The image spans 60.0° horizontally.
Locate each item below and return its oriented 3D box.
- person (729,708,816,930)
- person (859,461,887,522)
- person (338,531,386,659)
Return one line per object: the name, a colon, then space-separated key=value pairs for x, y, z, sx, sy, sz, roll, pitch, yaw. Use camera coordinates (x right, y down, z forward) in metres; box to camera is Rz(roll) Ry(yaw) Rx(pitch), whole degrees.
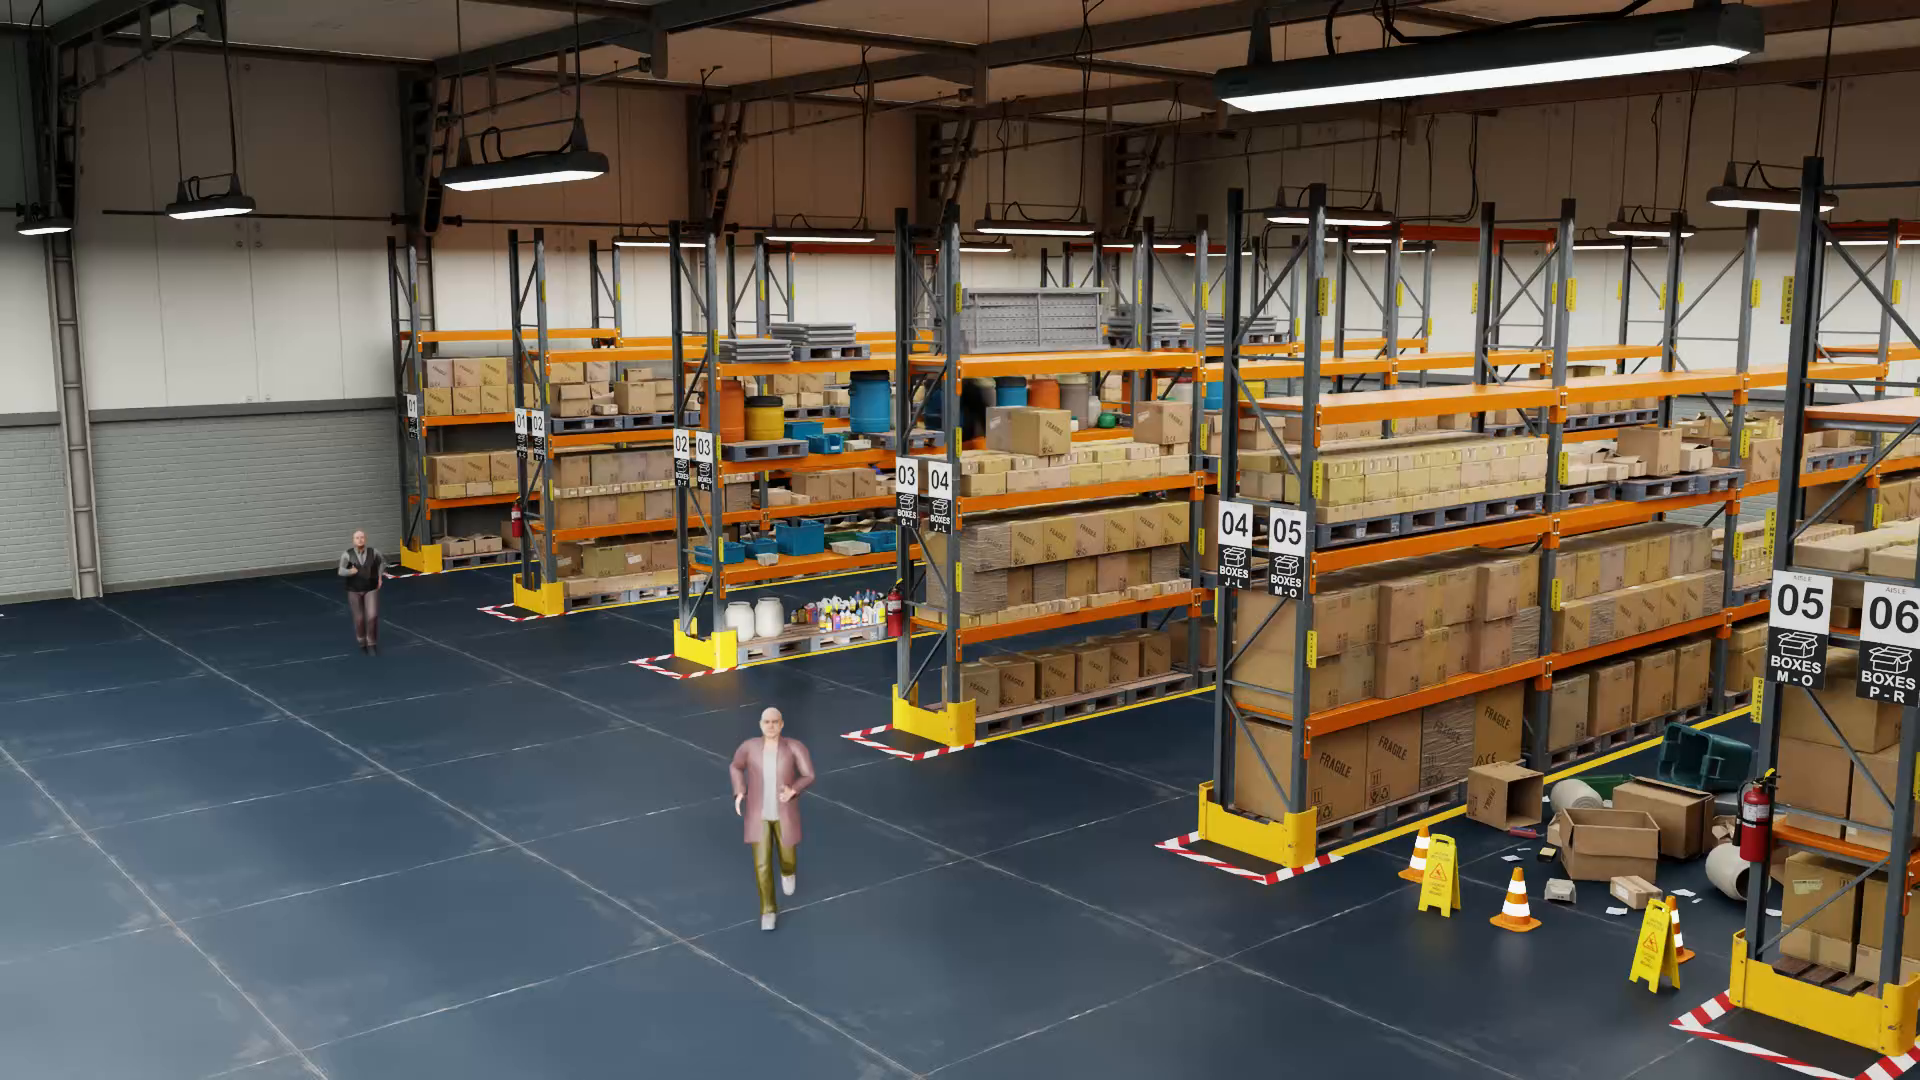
person: x=-1.542 y=2.230 z=13.611 sx=0.717 sy=1.745 sz=0.897 roll=0 pitch=9 yaw=-2
person: x=-1.821 y=-0.919 z=34.184 sx=0.549 sy=1.675 sz=0.876 roll=8 pitch=12 yaw=42
person: x=-8.342 y=0.757 z=23.247 sx=0.639 sy=1.777 sz=0.734 roll=-3 pitch=9 yaw=-18
